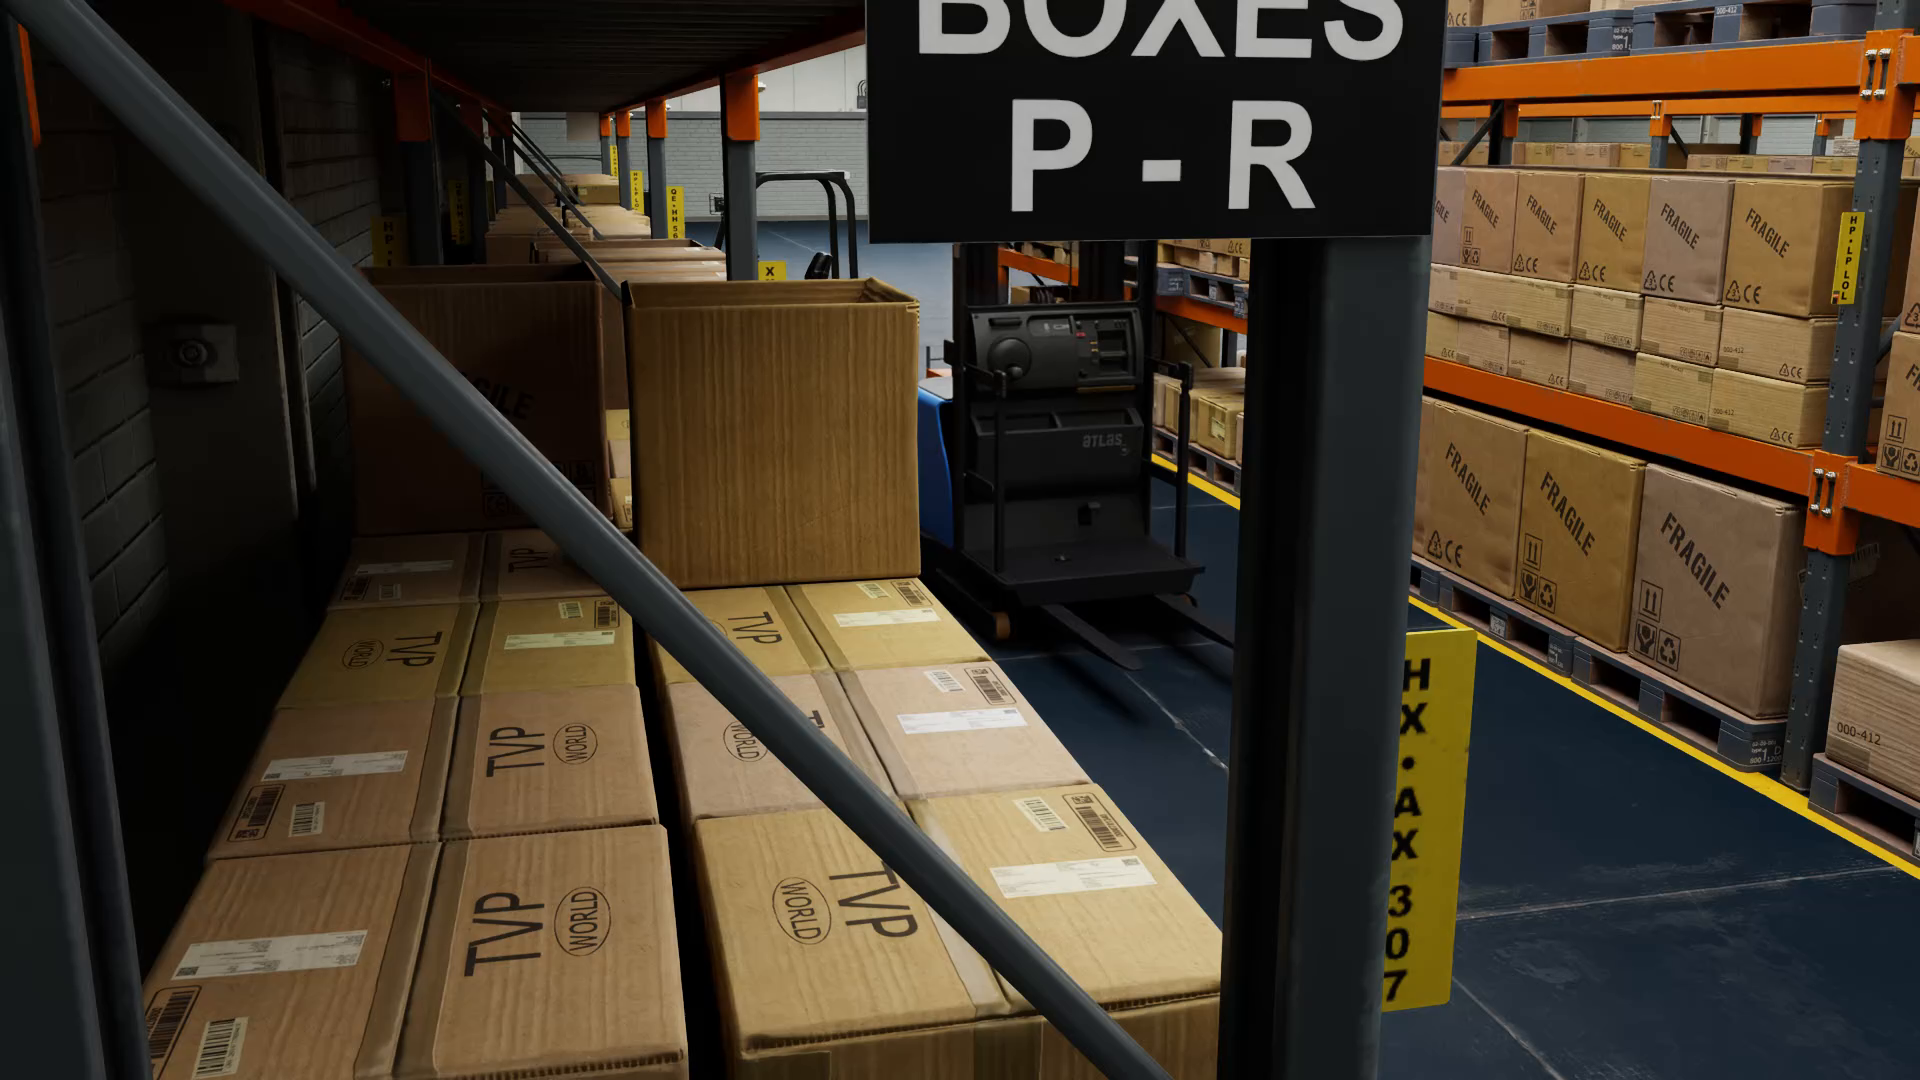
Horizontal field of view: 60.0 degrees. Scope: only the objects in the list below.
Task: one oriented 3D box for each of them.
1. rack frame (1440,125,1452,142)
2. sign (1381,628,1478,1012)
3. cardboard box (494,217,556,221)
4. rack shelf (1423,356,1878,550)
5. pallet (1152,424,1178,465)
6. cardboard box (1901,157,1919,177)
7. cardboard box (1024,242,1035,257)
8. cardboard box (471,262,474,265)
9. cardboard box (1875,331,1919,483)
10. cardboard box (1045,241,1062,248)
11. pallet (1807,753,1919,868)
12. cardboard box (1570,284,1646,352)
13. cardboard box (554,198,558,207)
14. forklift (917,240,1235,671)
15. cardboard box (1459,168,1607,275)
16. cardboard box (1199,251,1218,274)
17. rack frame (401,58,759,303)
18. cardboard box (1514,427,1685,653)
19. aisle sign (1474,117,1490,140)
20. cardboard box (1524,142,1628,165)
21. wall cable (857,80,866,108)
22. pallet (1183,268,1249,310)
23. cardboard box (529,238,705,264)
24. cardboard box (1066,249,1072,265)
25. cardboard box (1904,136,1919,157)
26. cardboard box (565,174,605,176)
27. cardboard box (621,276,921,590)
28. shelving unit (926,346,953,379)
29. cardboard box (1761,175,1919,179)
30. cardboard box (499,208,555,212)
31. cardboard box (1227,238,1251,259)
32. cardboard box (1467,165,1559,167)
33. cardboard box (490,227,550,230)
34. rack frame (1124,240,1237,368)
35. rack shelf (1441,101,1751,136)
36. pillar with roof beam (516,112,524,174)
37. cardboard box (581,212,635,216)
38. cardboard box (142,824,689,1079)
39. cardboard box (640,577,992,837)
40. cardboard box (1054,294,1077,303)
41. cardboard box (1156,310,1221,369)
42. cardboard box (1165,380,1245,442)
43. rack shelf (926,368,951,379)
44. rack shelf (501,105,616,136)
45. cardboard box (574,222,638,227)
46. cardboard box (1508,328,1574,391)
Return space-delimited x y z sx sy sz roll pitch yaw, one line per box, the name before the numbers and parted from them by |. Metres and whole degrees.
rack frame | 5.686 -3.586 18.786 1.000 3.000 0.127 -3 14 -13
sign | 0.359 0.231 1.339 0.100 0.325 0.005 -3 14 -13
cardboard box | -2.800 -2.003 10.729 0.380 0.149 0.250 -3 14 -13
rack shelf | 3.246 -0.631 8.205 1.077 0.370 4.000 -3 14 -13
pallet | 2.022 -0.830 13.381 1.003 0.211 1.213 -3 14 -13
cardboard box | 7.226 -2.614 12.489 0.700 0.500 0.500 -4 14 -14
cardboard box | 0.848 -2.891 16.469 0.380 0.149 0.250 -3 14 -12
cardboard box | -2.423 -1.422 9.191 0.500 0.250 0.500 -3 14 -12
cardboard box | 3.572 -0.445 5.716 0.500 0.500 0.500 -3 14 -11
cardboard box | 1.112 -3.002 15.557 0.500 0.500 0.500 -4 14 -14
pallet | 3.819 1.016 5.826 1.003 0.211 1.213 -3 14 -13
cardboard box | 3.124 -1.011 7.508 0.500 0.250 0.500 -3 14 -12
cardboard box | -3.525 -2.748 13.777 0.380 0.149 0.250 -3 14 -11
forklift | 0.578 -1.012 8.392 1.130 2.935 3.031 -5 14 -18
cardboard box | 2.887 -1.614 8.397 0.500 0.500 0.500 -3 14 -12
cardboard box | 1.939 -1.999 11.934 0.380 0.149 0.250 -3 14 -11
rack frame | -1.108 -0.241 5.095 1.000 3.000 0.127 -3 14 -13
cardboard box | 3.273 -0.037 7.851 0.875 0.875 0.875 -3 14 -12
aisle sign | 5.961 -4.882 18.613 0.394 0.787 0.004 -3 14 -13
cardboard box | 6.204 -3.723 16.752 0.875 0.550 0.500 -3 14 -13
wall cable | -1.859 -15.565 48.009 2.305 6.003 0.169 -3 14 -13
pallet | 2.272 -1.803 11.890 1.003 0.211 1.213 -3 14 -13
cardboard box | -1.484 -1.052 7.310 0.797 0.503 0.637 -4 14 -14
cardboard box | 1.193 -2.594 15.255 0.380 0.149 0.250 -4 14 -14
cardboard box | 10.624 -4.145 18.130 0.500 0.500 0.500 -3 14 -13
cardboard box | -3.549 -3.392 15.786 0.380 0.149 0.250 -3 14 -13
cardboard box | -0.366 -0.220 3.117 0.500 0.500 0.500 -3 14 -12
shelving unit | -0.014 -0.569 10.229 0.258 1.200 0.503 -5 14 -18
cardboard box | 3.746 -1.287 7.055 0.500 0.500 0.500 -3 14 -14
cardboard box | -3.101 -2.293 11.914 0.380 0.149 0.250 -4 14 -15
cardboard box | 2.148 -2.163 11.238 0.500 0.500 0.500 -4 14 -17
cardboard box | 3.152 -1.871 9.449 0.500 0.500 0.500 -4 14 -15
cardboard box | -2.492 -1.709 9.524 0.380 0.149 0.250 -3 14 -13
rack frame | 1.837 -2.364 13.785 1.000 3.000 0.127 -3 14 -13
rack shelf | 6.155 -4.233 16.627 1.077 0.370 4.000 -3 14 -13
pillar with roof beam | -7.500 -12.874 44.161 9.100 9.000 0.400 -3 14 -13
cardboard box | -2.415 -2.149 11.326 0.380 0.149 0.250 -4 14 -15
cardboard box | -0.534 0.518 1.674 0.500 0.250 0.500 -3 14 -12
cardboard box | -0.254 0.257 2.744 0.500 0.250 0.500 -4 14 -14
cardboard box | 1.062 -2.076 15.934 0.500 0.500 0.500 -3 14 -12
cardboard box | 1.961 -1.748 14.591 0.500 0.500 0.500 -3 14 -11
cardboard box | 2.135 -1.005 12.874 0.950 0.372 0.625 -2 14 -10
rack shelf | -0.014 -0.951 10.135 0.258 0.148 0.480 -5 14 -18
rack shelf | -3.456 -3.656 14.267 1.077 0.370 4.000 -3 14 -13
cardboard box | -2.147 -1.853 10.114 0.380 0.149 0.250 -3 14 -13
cardboard box | 3.022 -0.889 8.063 0.500 0.250 0.500 -3 14 -13
